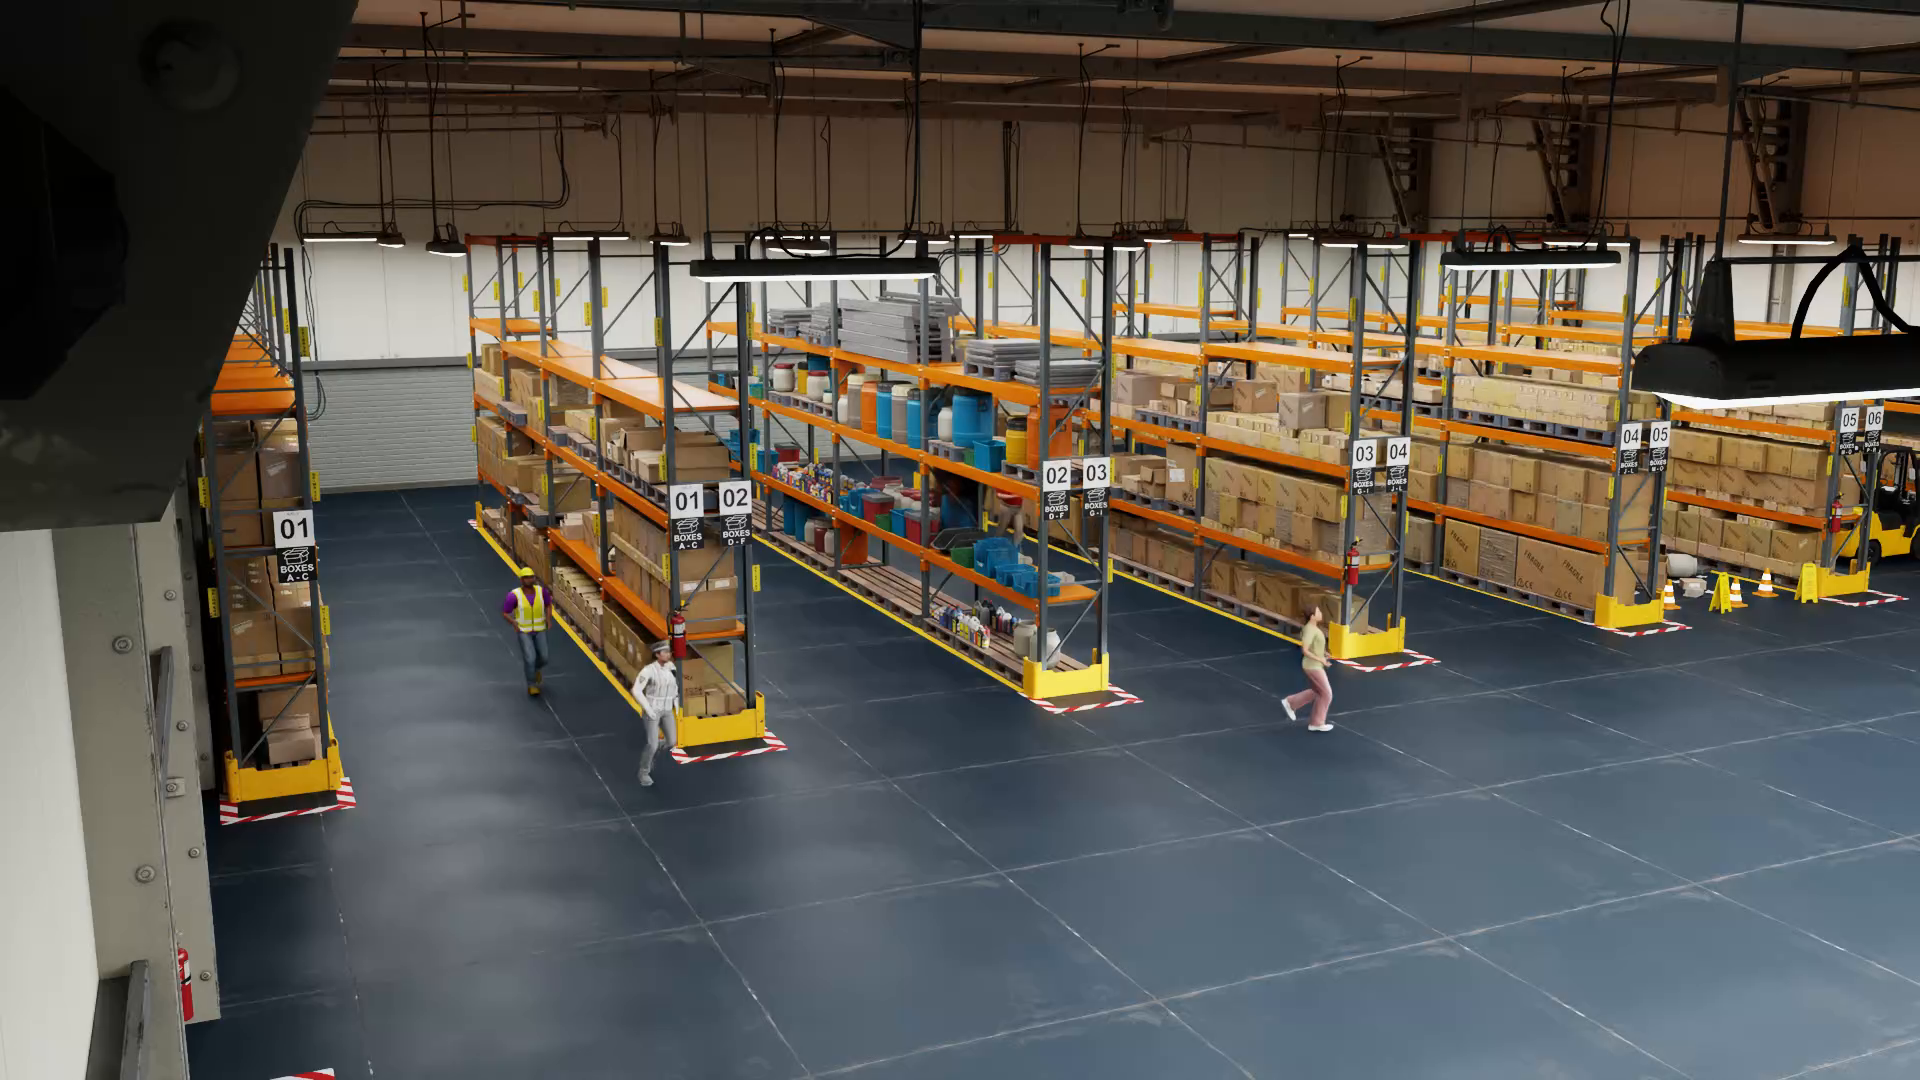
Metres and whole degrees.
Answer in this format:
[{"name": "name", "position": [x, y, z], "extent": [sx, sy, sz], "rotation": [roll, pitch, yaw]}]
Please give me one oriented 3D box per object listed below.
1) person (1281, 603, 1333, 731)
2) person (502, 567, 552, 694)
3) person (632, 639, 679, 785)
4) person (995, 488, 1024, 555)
[{"name": "person", "position": [4.350, 1.625, 20.715], "extent": [0.646, 1.529, 0.581], "rotation": [2, 11, 8]}, {"name": "person", "position": [-5.776, 1.213, 22.356], "extent": [0.696, 1.718, 0.586], "rotation": [-6, 13, -30]}, {"name": "person", "position": [-3.401, 1.936, 18.925], "extent": [0.669, 1.631, 0.462], "rotation": [-11, 15, -44]}, {"name": "person", "position": [0.890, -0.475, 29.649], "extent": [0.664, 1.807, 0.813], "rotation": [-7, 13, -32]}]
